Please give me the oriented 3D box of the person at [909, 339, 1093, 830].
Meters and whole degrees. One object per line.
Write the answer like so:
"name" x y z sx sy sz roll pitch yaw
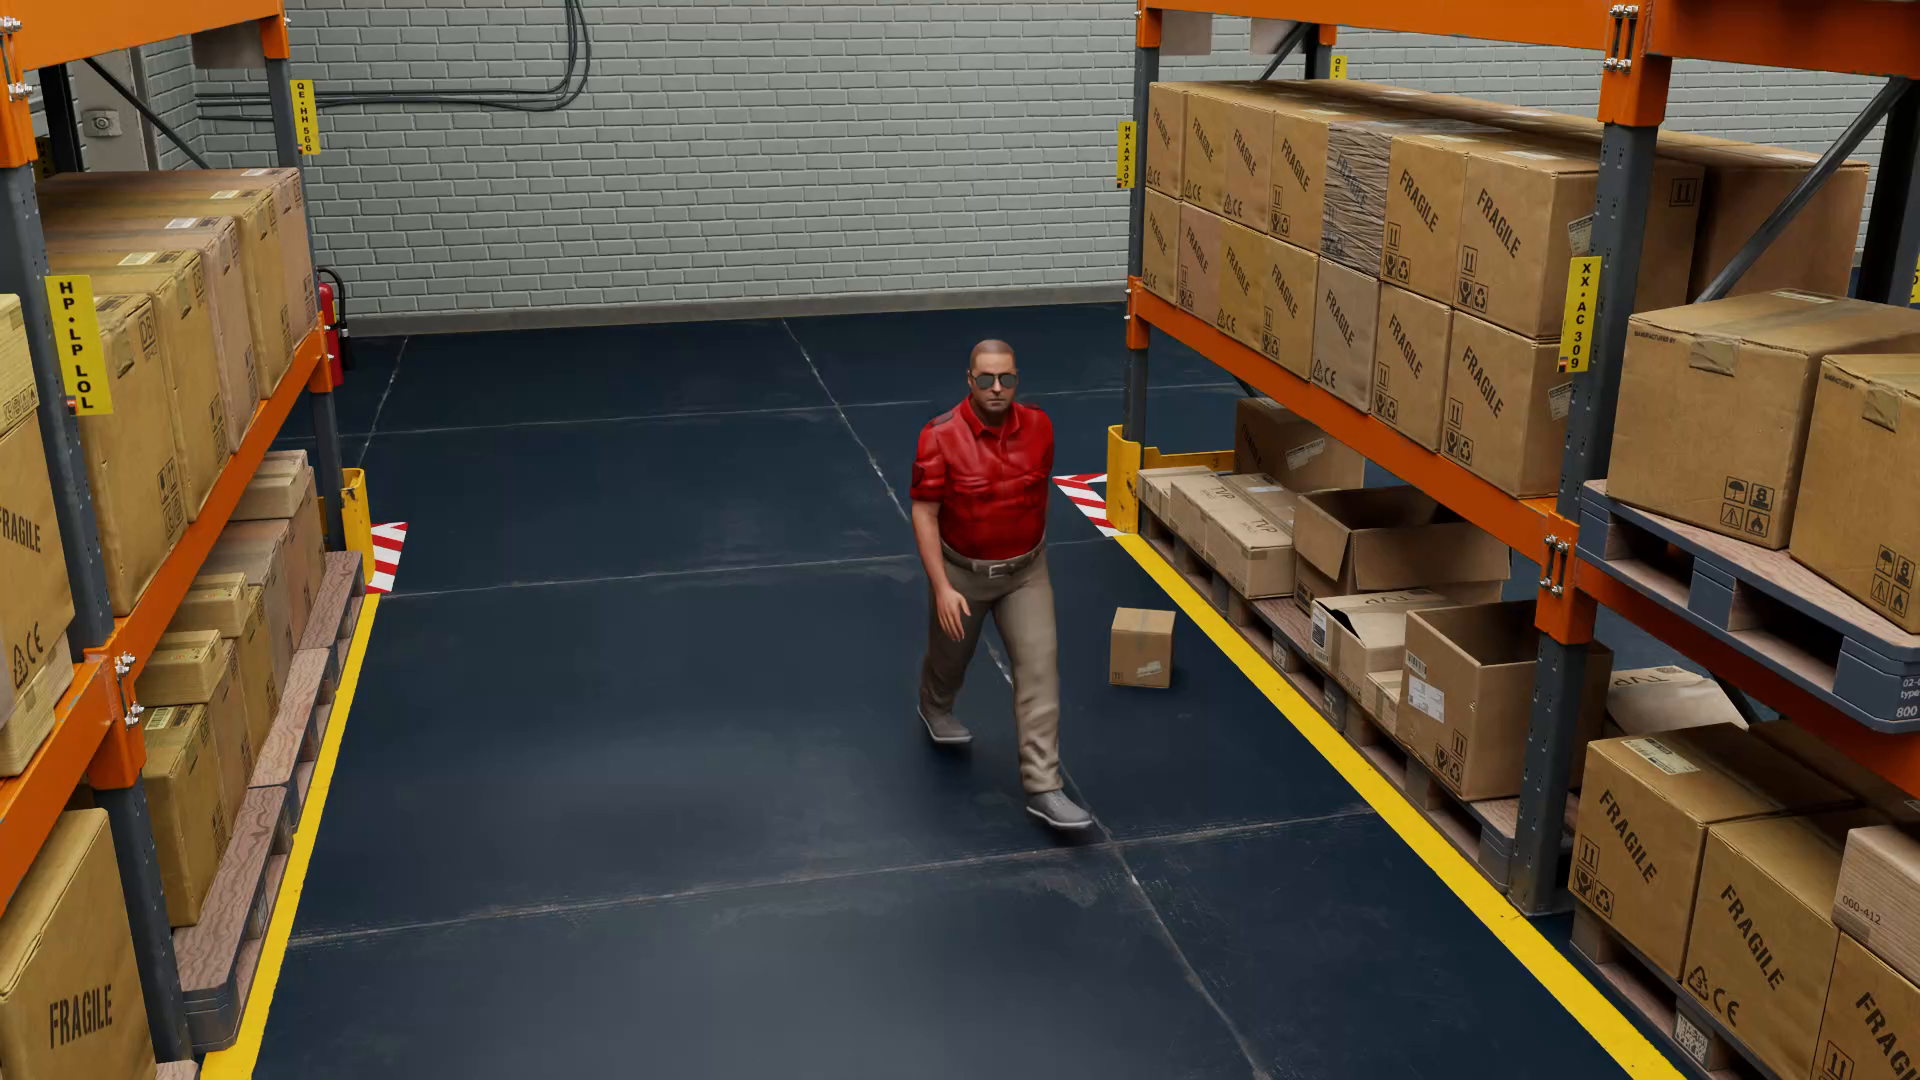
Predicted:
"person" 0.103 0.107 5.804 0.576 1.651 1.113 -5 20 -14
